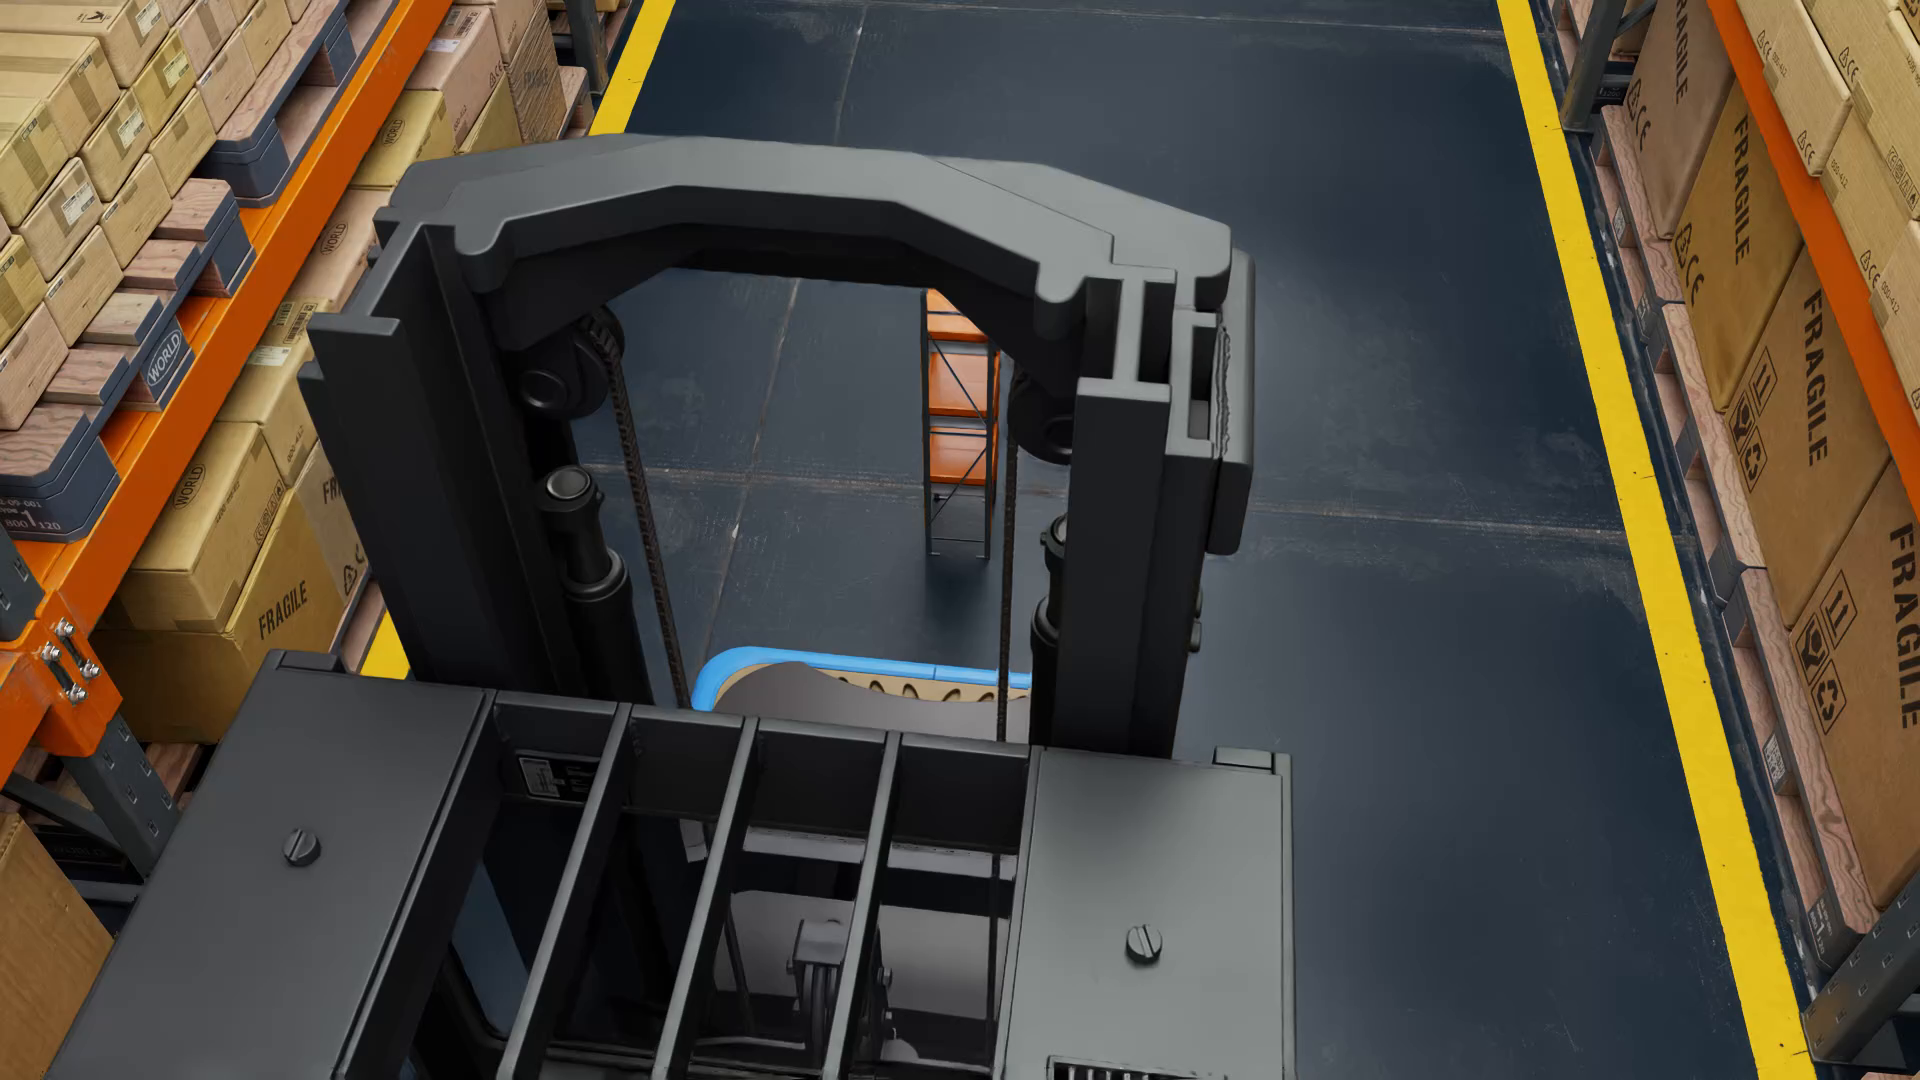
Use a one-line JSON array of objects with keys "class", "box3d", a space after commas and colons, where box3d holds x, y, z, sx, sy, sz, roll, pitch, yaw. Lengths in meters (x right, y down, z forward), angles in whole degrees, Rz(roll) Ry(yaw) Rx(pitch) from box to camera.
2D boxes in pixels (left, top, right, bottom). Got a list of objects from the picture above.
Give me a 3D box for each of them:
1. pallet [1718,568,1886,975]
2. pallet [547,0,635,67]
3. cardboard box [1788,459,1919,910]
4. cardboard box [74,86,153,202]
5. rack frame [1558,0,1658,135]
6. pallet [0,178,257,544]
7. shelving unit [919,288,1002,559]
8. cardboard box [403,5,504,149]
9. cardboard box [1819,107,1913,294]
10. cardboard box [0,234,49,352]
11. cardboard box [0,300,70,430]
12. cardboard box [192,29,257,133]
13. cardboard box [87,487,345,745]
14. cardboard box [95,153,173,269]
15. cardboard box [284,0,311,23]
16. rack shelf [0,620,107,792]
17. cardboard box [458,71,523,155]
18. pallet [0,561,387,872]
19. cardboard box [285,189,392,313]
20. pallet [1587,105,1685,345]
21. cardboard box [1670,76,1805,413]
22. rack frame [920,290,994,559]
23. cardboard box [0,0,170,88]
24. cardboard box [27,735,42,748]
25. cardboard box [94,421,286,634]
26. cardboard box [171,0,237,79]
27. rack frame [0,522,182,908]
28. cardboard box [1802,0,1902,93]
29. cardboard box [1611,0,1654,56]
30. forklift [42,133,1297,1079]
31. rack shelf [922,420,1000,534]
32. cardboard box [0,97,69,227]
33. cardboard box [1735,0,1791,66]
[{"class": "pallet", "box3d": [2.738, 0.625, 4.535, 1.003, 0.211, 1.213, 4, 48, 4]}, {"class": "pallet", "box3d": [-1.958, -2.495, 7.389, 1.003, 0.211, 1.213, 4, 48, 4]}, {"class": "cardboard box", "box3d": [2.736, 0.331, 4.069, 0.875, 0.875, 0.875, 3, 48, 3]}, {"class": "cardboard box", "box3d": [-2.060, -0.895, 3.720, 0.380, 0.149, 0.250, 3, 48, 2]}, {"class": "rack frame", "box3d": [2.955, -2.681, 5.670, 1.000, 3.000, 0.127, 4, 48, 4]}, {"class": "pallet", "box3d": [-2.389, -0.467, 3.774, 1.213, 0.211, 1.003, 4, 48, 4]}, {"class": "shelving unit", "box3d": [0.005, -0.394, 4.899, 0.215, 1.050, 0.252, 4, 48, 4]}, {"class": "cardboard box", "box3d": [-1.860, -1.550, 5.536, 0.500, 0.250, 0.500, 6, 48, 5]}, {"class": "cardboard box", "box3d": [2.471, -0.826, 4.074, 0.500, 0.250, 0.500, 3, 48, 3]}, {"class": "cardboard box", "box3d": [-2.104, -0.499, 3.358, 0.380, 0.149, 0.250, 6, 48, 5]}, {"class": "cardboard box", "box3d": [-2.106, -0.373, 3.444, 0.380, 0.149, 0.250, 3, 48, 3]}, {"class": "cardboard box", "box3d": [-2.013, -1.162, 4.166, 0.380, 0.149, 0.250, 5, 48, 5]}, {"class": "cardboard box", "box3d": [-2.030, 0.199, 4.445, 0.500, 0.500, 0.500, 2, 48, 2]}, {"class": "cardboard box", "box3d": [-2.058, -0.768, 3.805, 0.380, 0.149, 0.250, 6, 48, 5]}, {"class": "cardboard box", "box3d": [-1.962, -1.538, 4.510, 0.380, 0.149, 0.250, 2, 48, 2]}, {"class": "rack shelf", "box3d": [-2.530, 1.712, 2.139, 1.077, 0.370, 4.000, 4, 48, 4]}, {"class": "cardboard box", "box3d": [-1.847, -1.300, 5.816, 0.500, 0.500, 0.500, 3, 48, 3]}, {"class": "pallet", "box3d": [-2.275, 0.366, 4.772, 1.003, 0.211, 1.213, 4, 48, 4]}, {"class": "cardboard box", "box3d": [-1.940, -0.778, 4.830, 0.500, 0.250, 0.500, 4, 48, 4]}, {"class": "pallet", "box3d": [2.960, -1.168, 6.175, 1.003, 0.211, 1.213, 4, 48, 4]}, {"class": "cardboard box", "box3d": [2.904, -0.981, 5.269, 0.875, 0.875, 0.875, 5, 48, 5]}, {"class": "rack frame", "box3d": [-0.006, -0.304, 4.817, 0.200, 1.050, 0.008, 4, 48, 4]}, {"class": "cardboard box", "box3d": [-2.040, -1.157, 3.758, 0.380, 0.149, 0.250, 2, 48, 2]}, {"class": "cardboard box", "box3d": [-2.548, 0.200, 4.444, 0.500, 0.500, 0.500, 4, 48, 3]}, {"class": "cardboard box", "box3d": [-2.044, -0.042, 4.157, 0.500, 0.250, 0.500, 2, 48, 2]}, {"class": "cardboard box", "box3d": [-2.014, -1.264, 4.057, 0.380, 0.149, 0.250, 4, 48, 4]}, {"class": "rack frame", "box3d": [-2.348, -0.001, 3.218, 1.000, 3.000, 0.127, 4, 48, 4]}, {"class": "cardboard box", "box3d": [2.498, -1.369, 4.232, 0.500, 0.250, 0.500, 3, 48, 2]}, {"class": "cardboard box", "box3d": [3.119, -2.412, 6.875, 0.875, 0.438, 0.875, 3, 48, 3]}, {"class": "forklift", "box3d": [-0.239, 1.082, 2.274, 1.130, 2.935, 3.031, 5, 48, 5]}, {"class": "rack shelf", "box3d": [0.005, -0.199, 5.111, 0.215, 0.259, 0.240, 4, 48, 4]}, {"class": "cardboard box", "box3d": [-2.091, -0.783, 3.415, 0.380, 0.149, 0.250, 3, 48, 2]}, {"class": "cardboard box", "box3d": [2.544, -1.569, 4.754, 0.500, 0.250, 0.500, 4, 48, 3]}]
